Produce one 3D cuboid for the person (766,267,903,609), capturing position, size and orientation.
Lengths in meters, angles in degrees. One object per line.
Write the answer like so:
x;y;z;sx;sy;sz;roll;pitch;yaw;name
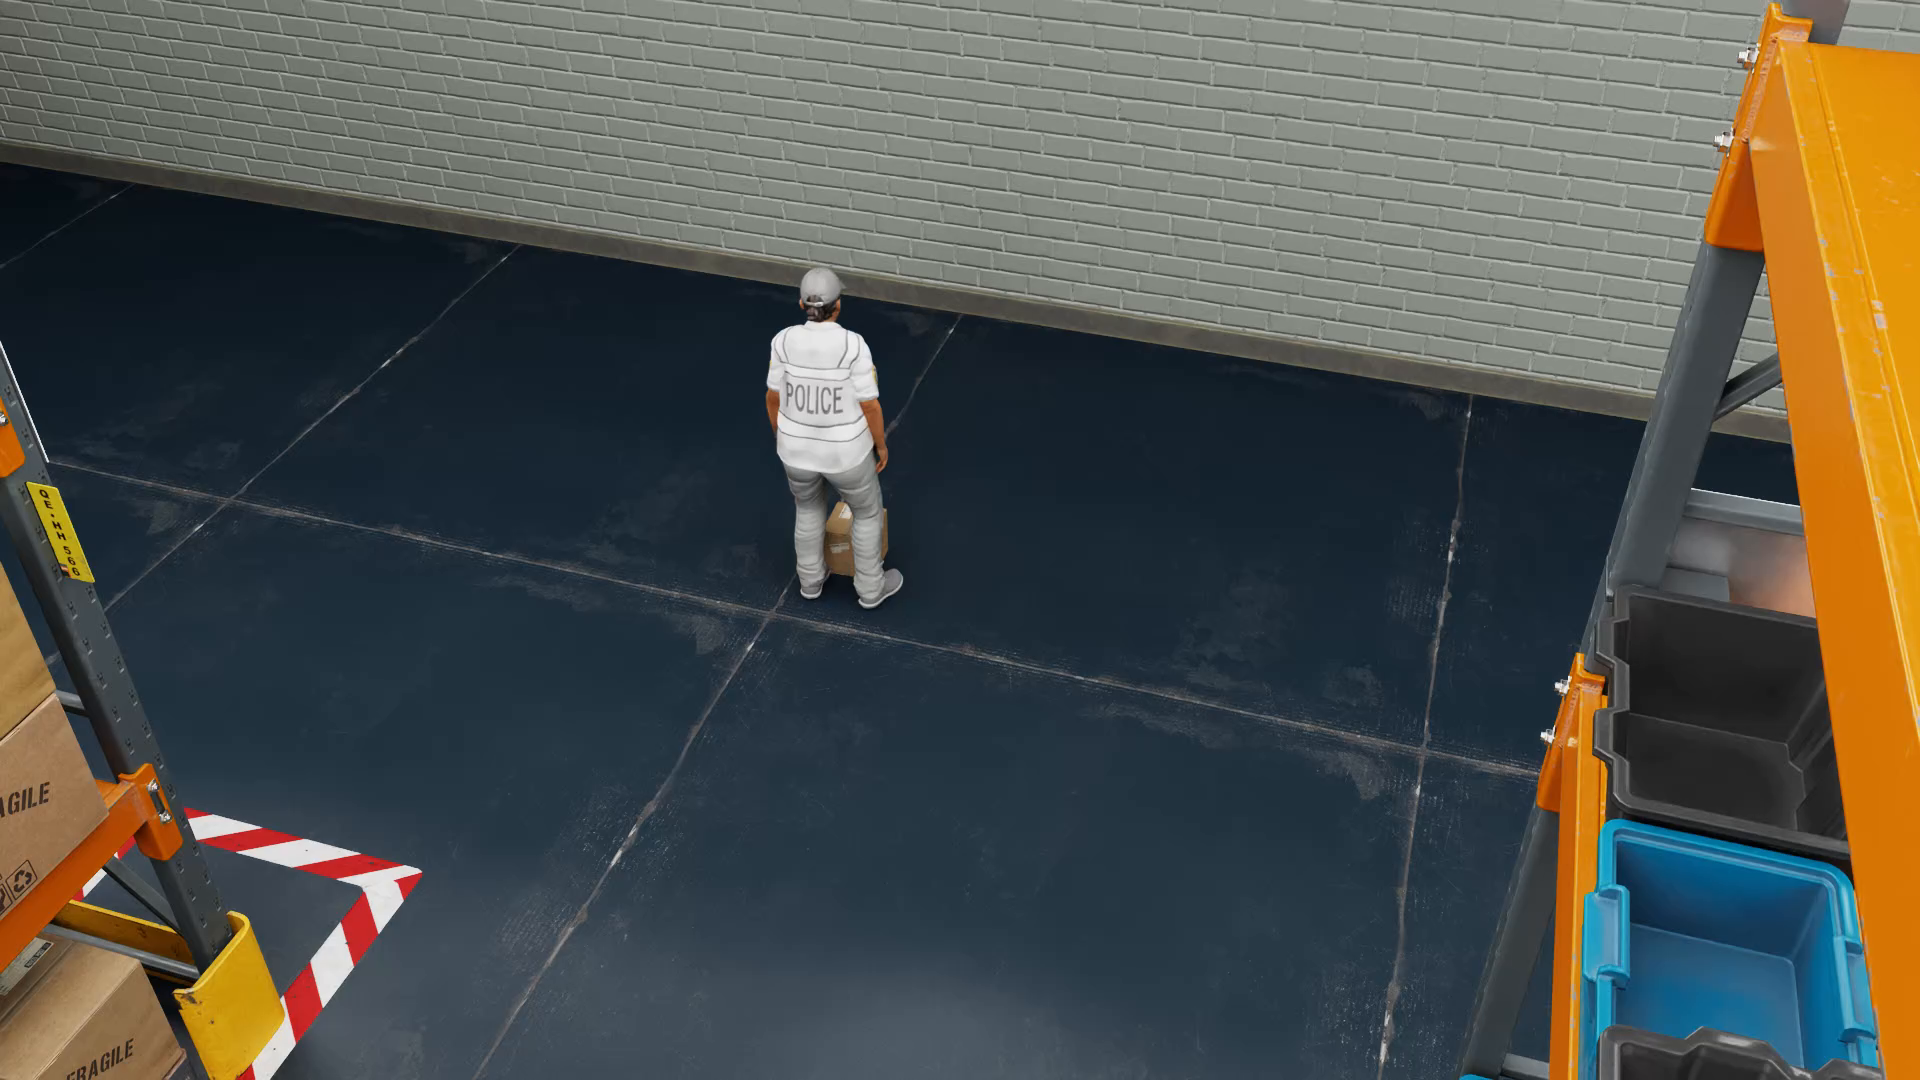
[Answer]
-0.567;-0.433;7.455;0.560;1.665;0.470;8;38;11;person
